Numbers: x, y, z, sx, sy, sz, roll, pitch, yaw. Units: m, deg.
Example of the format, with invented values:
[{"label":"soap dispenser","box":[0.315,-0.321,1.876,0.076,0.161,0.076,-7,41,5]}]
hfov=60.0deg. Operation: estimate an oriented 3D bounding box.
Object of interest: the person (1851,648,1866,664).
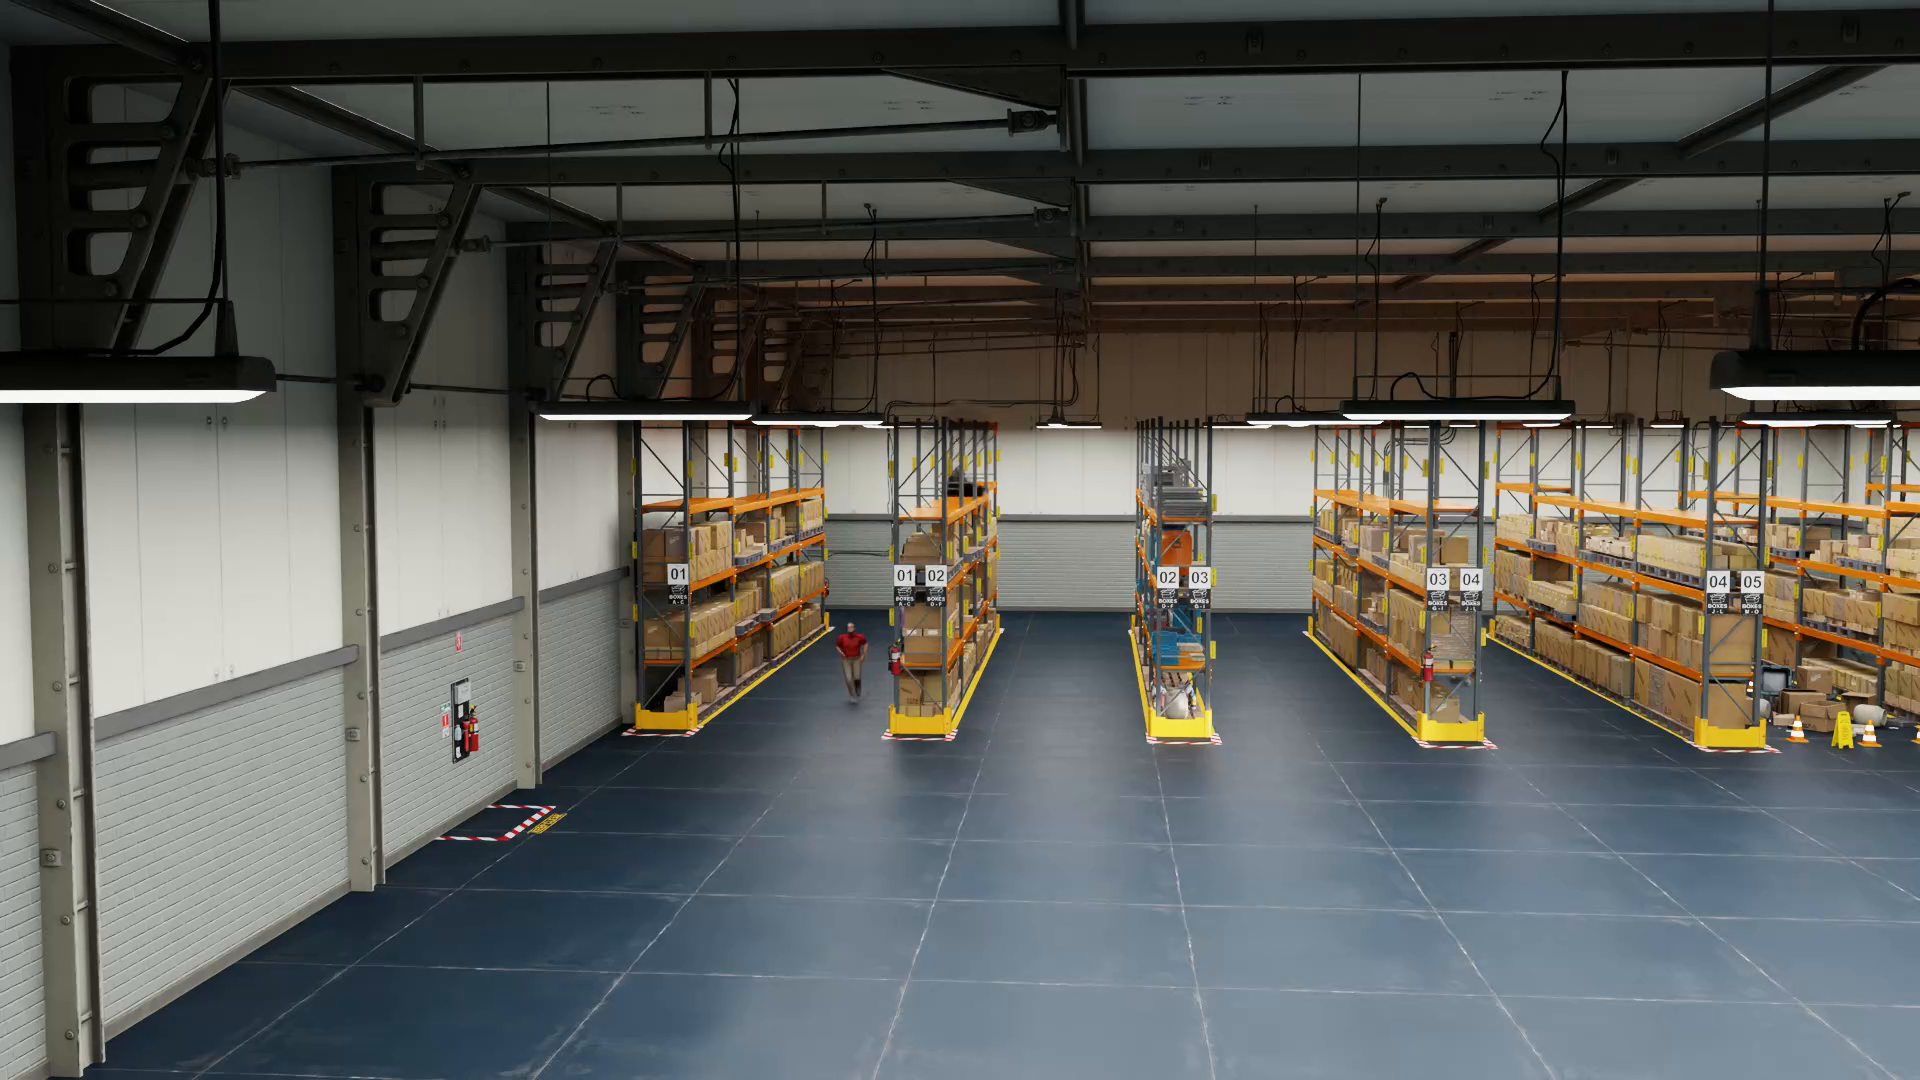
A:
[{"label":"person","box":[21.455,2.285,39.482,0.686,1.720,0.589,1,4,8]}]

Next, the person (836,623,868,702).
[{"label":"person","box":[-2.294,2.590,35.182,0.671,1.682,0.559,0,4,0]}]

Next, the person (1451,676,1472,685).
[{"label":"person","box":[11.418,2.351,37.821,0.659,1.781,0.945,0,4,1]}]

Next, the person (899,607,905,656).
[{"label":"person","box":[-1.346,2.217,41.477,0.503,1.630,0.694,0,4,-4]}]

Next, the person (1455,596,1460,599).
[{"label":"person","box":[13.502,1.900,45.982,0.663,1.625,0.924,2,4,28]}]
